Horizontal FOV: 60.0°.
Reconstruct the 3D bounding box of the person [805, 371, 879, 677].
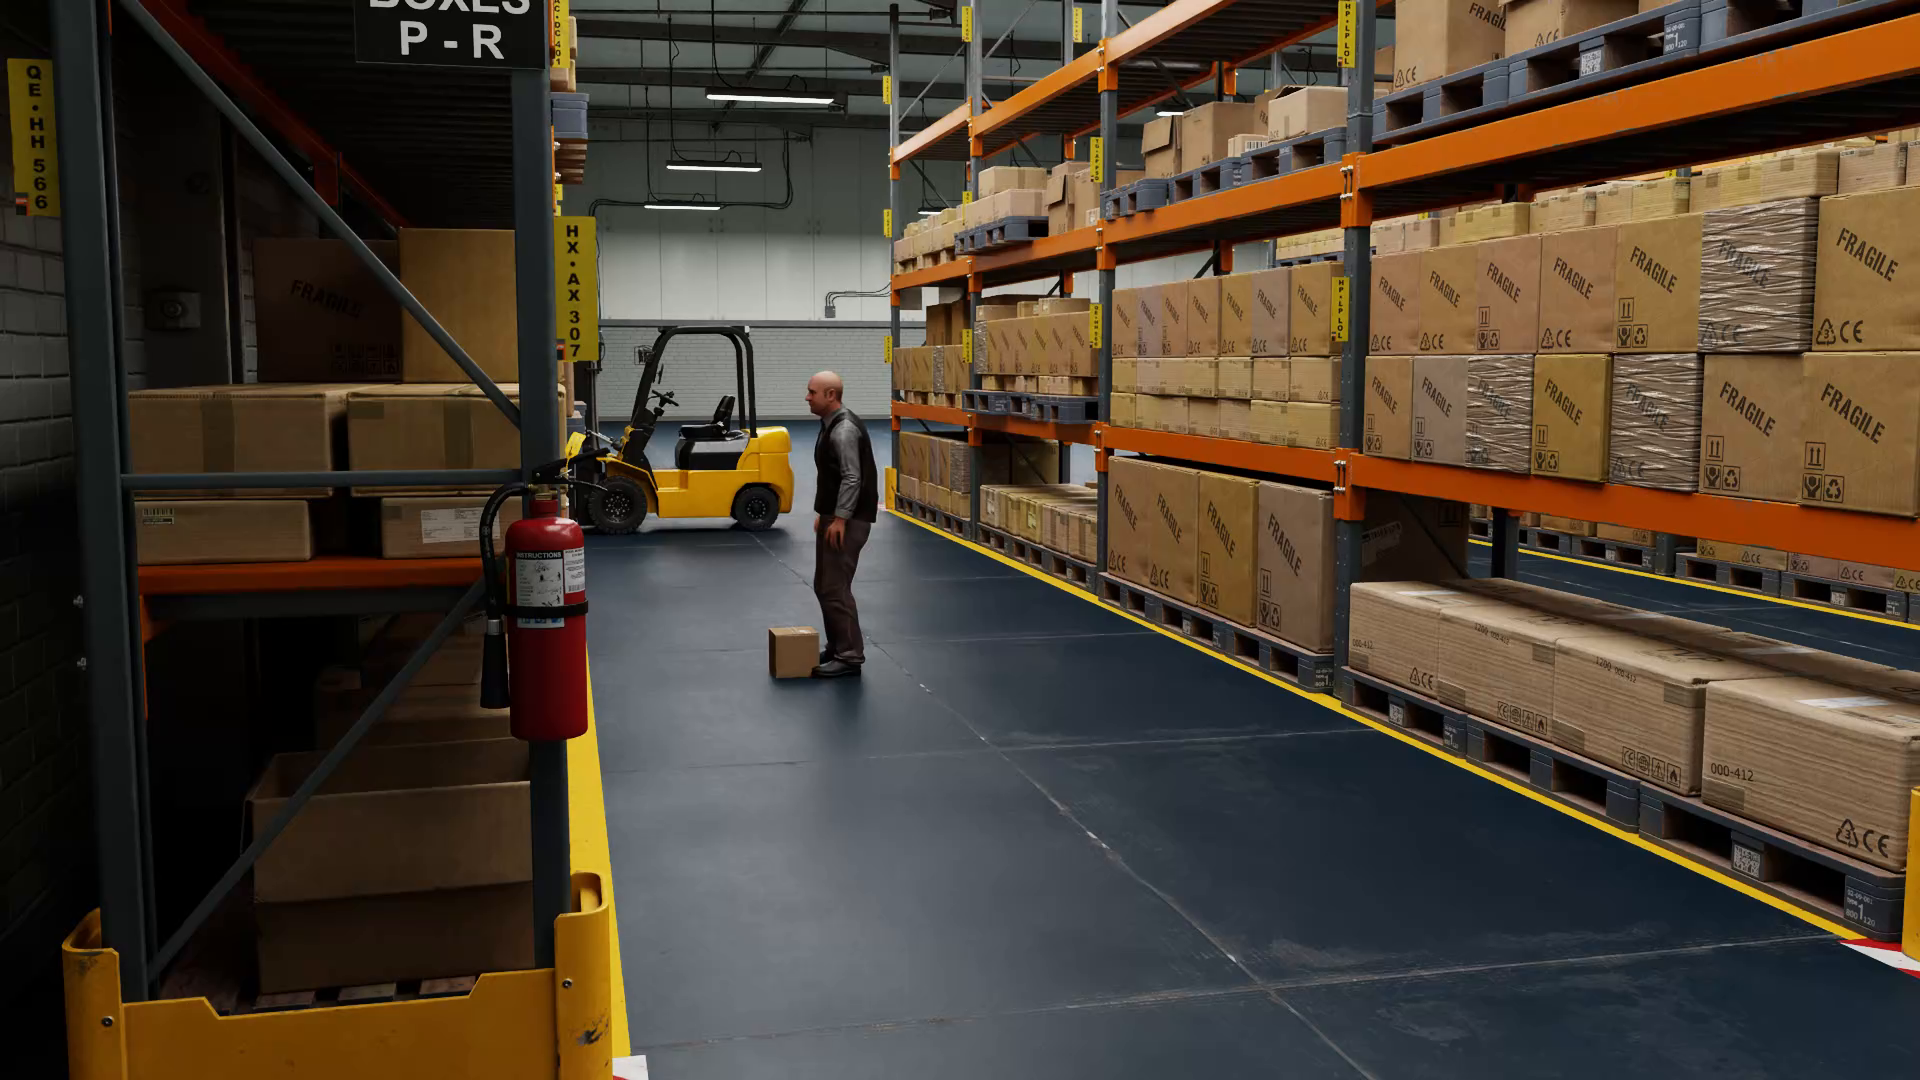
[{"bbox_3d":[-0.679,-0.099,9.487,0.415,1.721,0.580,-1,6,-14],"label":"person"}]
